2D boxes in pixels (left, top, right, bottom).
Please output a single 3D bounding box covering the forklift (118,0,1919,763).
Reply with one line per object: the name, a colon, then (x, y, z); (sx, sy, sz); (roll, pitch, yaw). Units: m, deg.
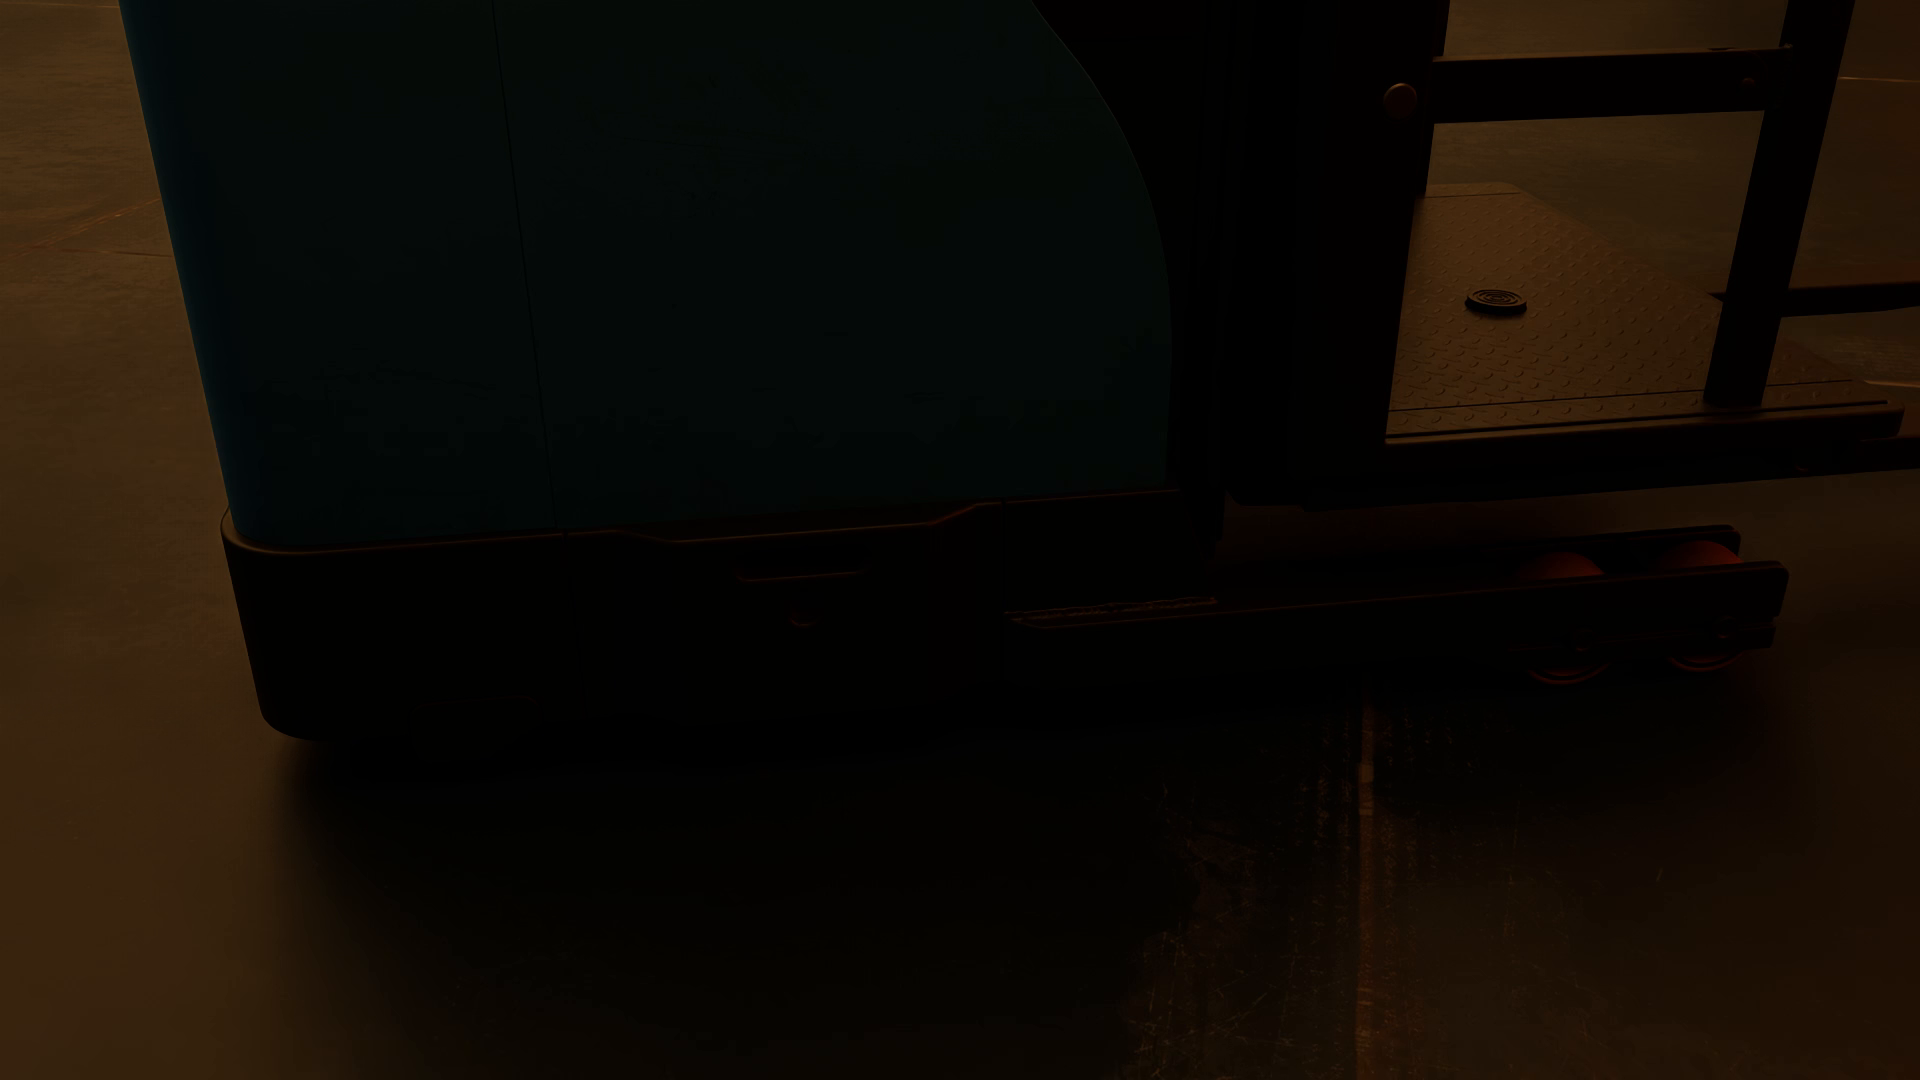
forklift: (0.600, -1.354, 1.930); (3.031, 2.935, 1.130); (-4, 27, -9)
